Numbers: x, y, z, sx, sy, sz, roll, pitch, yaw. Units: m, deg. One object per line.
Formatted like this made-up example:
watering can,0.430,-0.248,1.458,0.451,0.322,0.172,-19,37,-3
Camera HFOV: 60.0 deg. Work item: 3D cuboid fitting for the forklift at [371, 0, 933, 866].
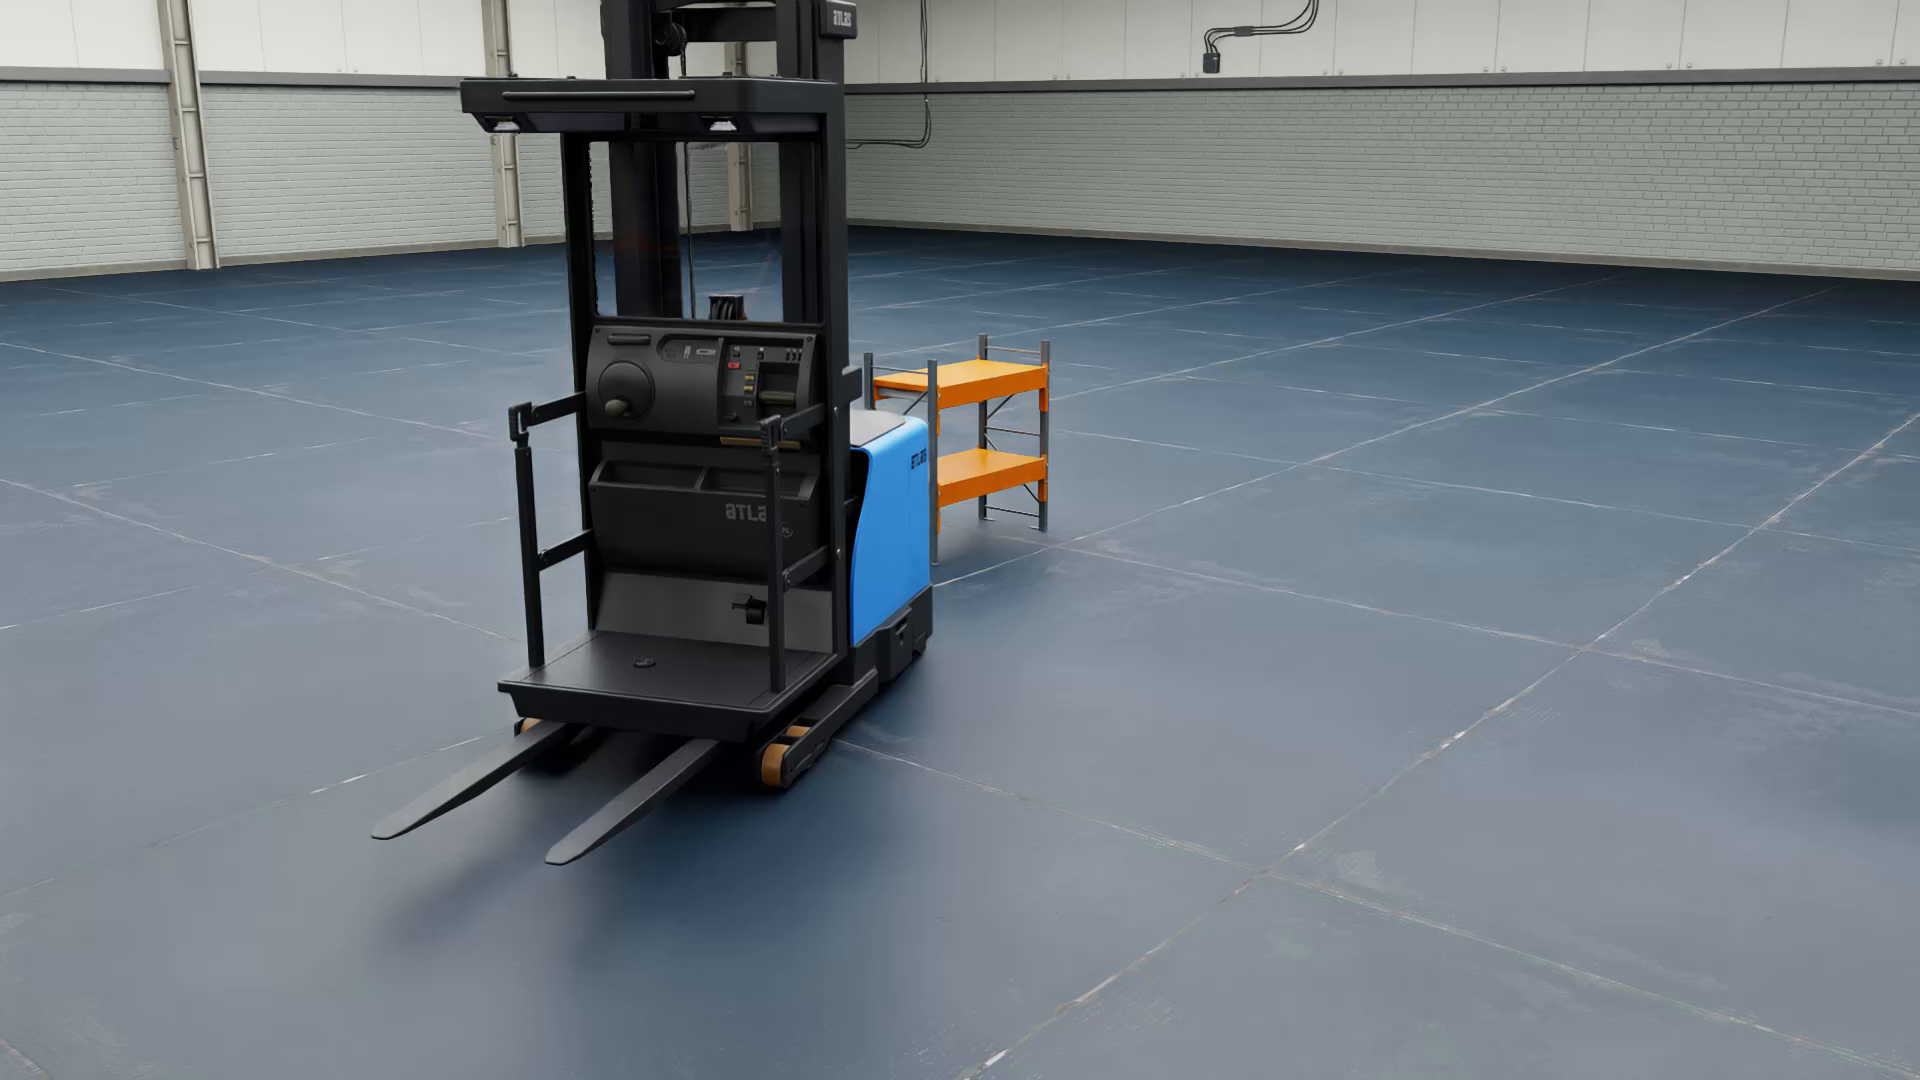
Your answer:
forklift,-1.050,-0.623,6.122,1.130,2.935,3.031,4,15,17

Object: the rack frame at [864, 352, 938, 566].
rack frame,-0.324,-0.447,9.096,0.500,1.125,0.032,11,18,38

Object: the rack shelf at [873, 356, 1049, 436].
rack shelf,-0.004,-0.828,9.407,0.538,0.278,1.000,11,18,38

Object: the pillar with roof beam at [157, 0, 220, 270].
pillar with roof beam,-8.926,-8.105,23.250,9.100,9.000,0.400,11,18,38

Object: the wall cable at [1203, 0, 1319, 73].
wall cable,5.522,-11.605,30.120,2.305,6.003,0.169,11,18,38

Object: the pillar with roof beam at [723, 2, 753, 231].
pillar with roof beam,-1.384,-10.403,32.296,9.100,9.000,0.400,11,18,38

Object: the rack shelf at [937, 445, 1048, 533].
rack shelf,-0.004,-0.307,9.540,0.538,0.278,1.000,11,18,38

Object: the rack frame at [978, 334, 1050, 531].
rack frame,0.315,-0.641,9.863,0.500,1.125,0.032,11,18,38

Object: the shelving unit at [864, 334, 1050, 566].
shelving unit,-0.004,-0.544,9.479,0.538,1.125,1.048,11,18,38

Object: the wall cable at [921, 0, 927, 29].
wall cable,0.252,-11.953,34.446,3.097,2.526,0.112,11,18,38

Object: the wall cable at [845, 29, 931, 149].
wall cable,-1.852,-9.924,36.716,3.097,2.526,0.112,11,18,38

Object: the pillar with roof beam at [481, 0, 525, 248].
pillar with roof beam,-5.155,-9.254,27.773,9.100,9.000,0.400,11,18,38
